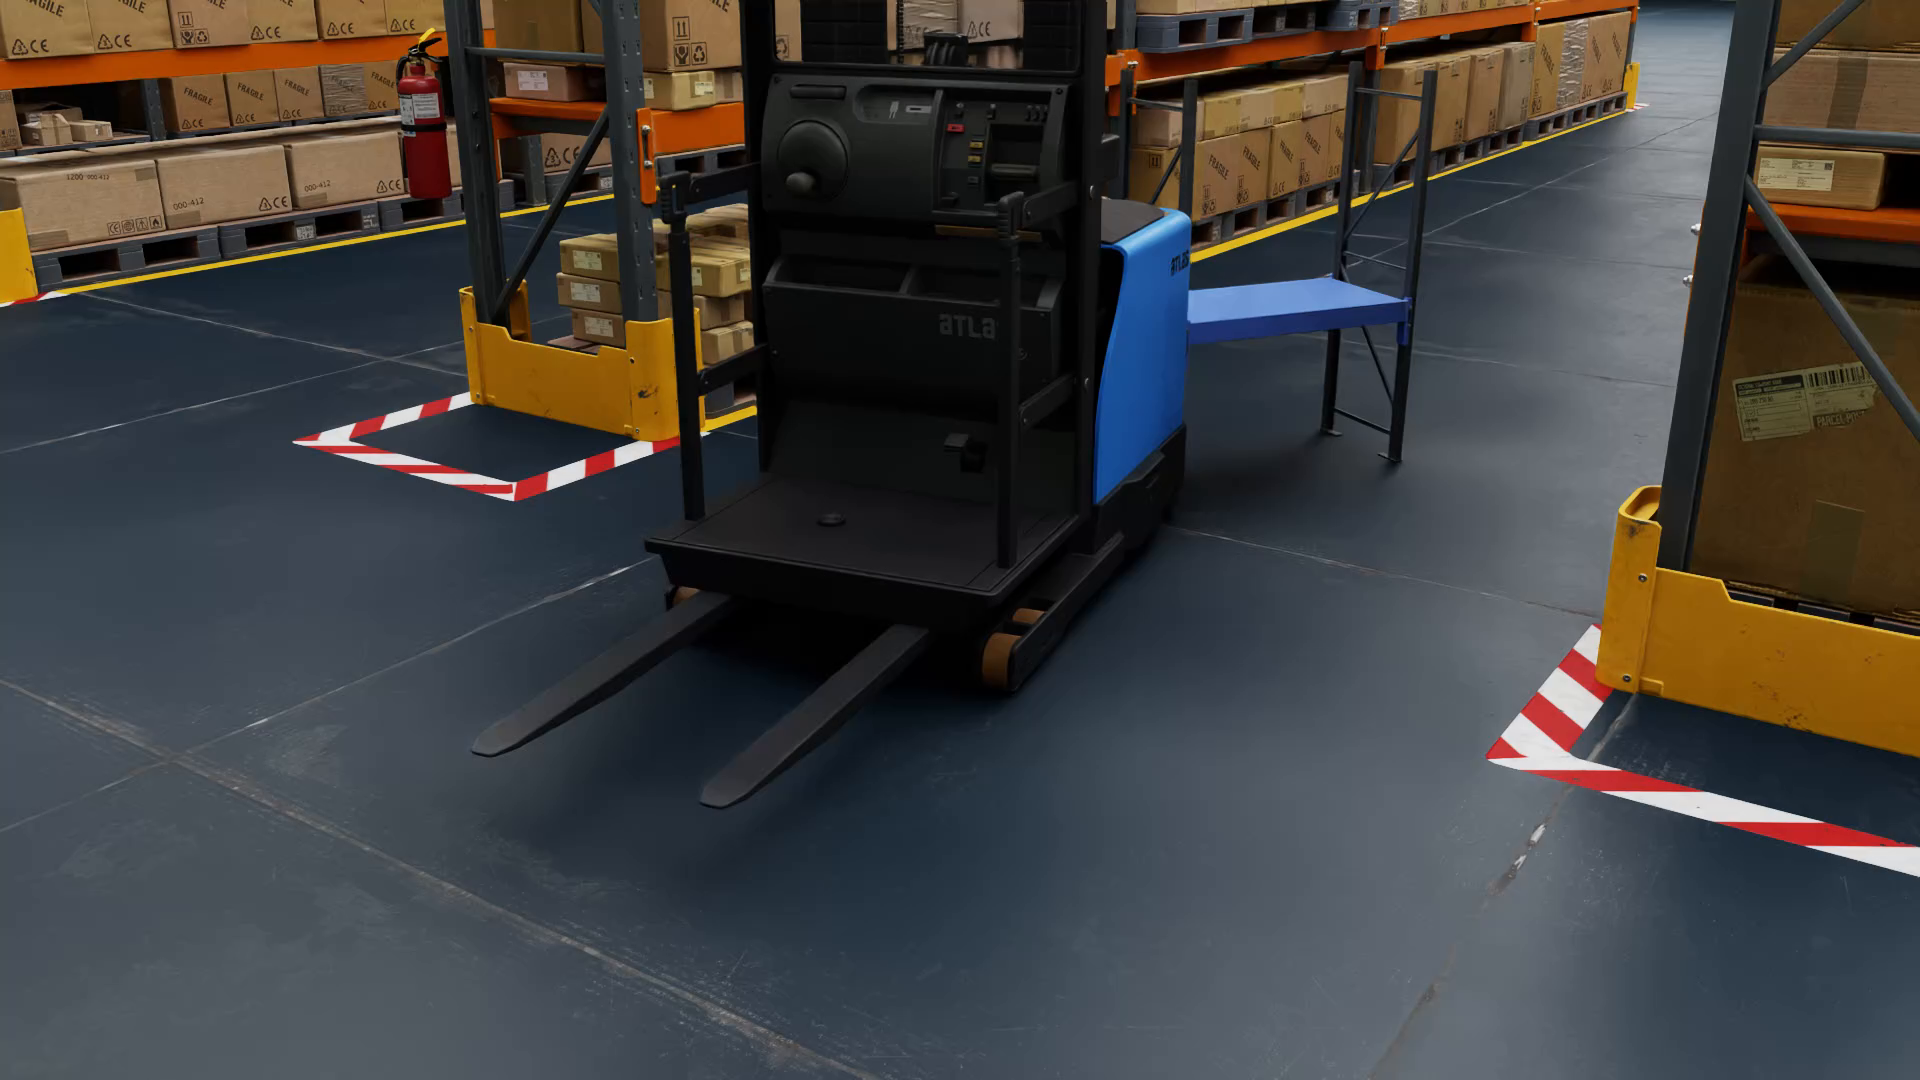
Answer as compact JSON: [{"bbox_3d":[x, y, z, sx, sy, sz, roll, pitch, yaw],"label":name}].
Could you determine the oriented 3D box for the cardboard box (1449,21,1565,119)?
[{"bbox_3d":[5.475,-4.753,16.749,0.875,0.875,0.875,14,24,33],"label":"cardboard box"}]

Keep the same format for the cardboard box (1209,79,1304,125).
[{"bbox_3d":[2.074,-3.078,11.678,0.500,0.250,0.500,14,24,33],"label":"cardboard box"}]

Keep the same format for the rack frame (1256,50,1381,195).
[{"bbox_3d":[2.815,-4.238,12.900,1.000,3.000,0.127,13,24,32],"label":"rack frame"}]

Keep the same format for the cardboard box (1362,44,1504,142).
[{"bbox_3d":[4.244,-4.056,15.045,1.050,0.750,0.750,13,24,32],"label":"cardboard box"}]

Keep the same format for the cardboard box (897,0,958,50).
[{"bbox_3d":[-0.354,-2.648,8.028,0.500,0.500,0.500,13,24,30],"label":"cardboard box"}]

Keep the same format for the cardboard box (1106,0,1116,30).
[{"bbox_3d":[0.529,-3.083,9.204,0.500,0.500,0.500,13,24,32],"label":"cardboard box"}]

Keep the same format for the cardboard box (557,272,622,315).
[{"bbox_3d":[-1.621,-1.150,7.624,0.380,0.149,0.250,13,24,30],"label":"cardboard box"}]

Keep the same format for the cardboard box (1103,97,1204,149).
[{"bbox_3d":[1.201,-2.628,10.461,0.500,0.250,0.500,12,23,29],"label":"cardboard box"}]

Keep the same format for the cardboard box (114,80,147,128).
[{"bbox_3d":[-7.660,-4.217,15.840,0.500,0.500,0.500,13,24,32],"label":"cardboard box"}]

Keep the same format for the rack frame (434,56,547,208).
[{"bbox_3d":[-3.584,-4.027,12.328,1.000,3.000,0.127,13,24,32],"label":"rack frame"}]

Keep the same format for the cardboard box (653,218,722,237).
[{"bbox_3d":[-1.364,-1.443,7.989,0.380,0.149,0.250,13,24,31],"label":"cardboard box"}]

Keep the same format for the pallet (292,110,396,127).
[{"bbox_3d":[-6.580,-4.278,17.027,1.003,0.211,1.213,13,24,32],"label":"pallet"}]

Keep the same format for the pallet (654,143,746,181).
[{"bbox_3d":[-2.527,-3.307,14.401,1.003,0.211,1.213,13,24,32],"label":"pallet"}]

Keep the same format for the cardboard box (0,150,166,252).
[{"bbox_3d":[-5.544,-2.084,10.162,0.875,0.438,0.875,12,24,30],"label":"cardboard box"}]

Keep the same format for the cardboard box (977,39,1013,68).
[{"bbox_3d":[0.052,-2.532,8.649,0.380,0.149,0.250,12,23,30],"label":"cardboard box"}]

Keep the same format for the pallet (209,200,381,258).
[{"bbox_3d":[-4.761,-2.165,11.313,1.003,0.211,1.213,13,24,32],"label":"pallet"}]

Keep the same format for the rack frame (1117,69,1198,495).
[{"bbox_3d":[0.705,-0.951,6.175,0.032,1.500,0.500,-9,22,-22],"label":"rack frame"}]

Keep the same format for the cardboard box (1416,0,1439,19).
[{"bbox_3d":[3.575,-4.508,13.484,0.500,0.500,0.500,13,24,31],"label":"cardboard box"}]

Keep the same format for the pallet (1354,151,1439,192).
[{"bbox_3d":[3.321,-3.142,13.955,1.003,0.211,1.213,13,24,32],"label":"pallet"}]

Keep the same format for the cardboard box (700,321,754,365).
[{"bbox_3d":[-1.122,-0.891,7.354,0.380,0.149,0.250,14,24,33],"label":"cardboard box"}]

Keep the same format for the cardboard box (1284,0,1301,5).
[{"bbox_3d":[2.043,-3.641,11.040,0.380,0.149,0.250,12,23,29],"label":"cardboard box"}]

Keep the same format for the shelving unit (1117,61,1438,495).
[{"bbox_3d":[1.171,-1.022,6.365,1.048,1.500,0.538,-9,22,-22],"label":"shelving unit"}]

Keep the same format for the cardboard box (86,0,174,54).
[{"bbox_3d":[-5.064,-3.159,9.836,0.500,0.500,0.500,13,24,31],"label":"cardboard box"}]

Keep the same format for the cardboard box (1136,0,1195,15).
[{"bbox_3d":[1.169,-3.193,9.831,0.380,0.149,0.250,12,23,29],"label":"cardboard box"}]

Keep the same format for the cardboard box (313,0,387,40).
[{"bbox_3d":[-4.188,-3.595,11.017,0.500,0.500,0.500,13,24,31],"label":"cardboard box"}]

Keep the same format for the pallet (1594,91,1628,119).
[{"bbox_3d":[6.928,-4.981,18.927,1.003,0.211,1.213,13,24,32],"label":"pallet"}]

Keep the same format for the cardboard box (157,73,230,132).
[{"bbox_3d":[-7.233,-4.114,15.560,0.500,0.500,0.500,15,25,34],"label":"cardboard box"}]

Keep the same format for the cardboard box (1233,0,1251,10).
[{"bbox_3d":[1.606,-3.417,10.435,0.380,0.149,0.250,14,24,32],"label":"cardboard box"}]

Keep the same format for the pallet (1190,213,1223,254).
[{"bbox_3d":[1.003,-2.007,10.885,1.003,0.211,1.213,13,24,32],"label":"pallet"}]

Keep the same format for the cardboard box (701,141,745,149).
[{"bbox_3d":[-2.297,-3.938,14.545,0.875,0.875,0.875,14,24,32],"label":"cardboard box"}]

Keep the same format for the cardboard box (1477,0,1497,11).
[{"bbox_3d":[4.424,-4.941,14.655,0.500,0.500,0.500,14,24,32],"label":"cardboard box"}]

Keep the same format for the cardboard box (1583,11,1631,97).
[{"bbox_3d":[6.986,-5.527,18.840,0.875,0.875,0.875,13,24,32],"label":"cardboard box"}]

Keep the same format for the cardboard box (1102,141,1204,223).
[{"bbox_3d":[1.202,-2.276,10.591,0.500,0.500,0.500,14,25,34],"label":"cardboard box"}]

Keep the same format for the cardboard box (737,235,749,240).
[{"bbox_3d":[-0.803,-1.316,7.645,0.380,0.149,0.250,13,24,32],"label":"cardboard box"}]

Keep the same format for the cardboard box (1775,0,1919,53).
[{"bbox_3d":[2.420,-1.559,4.362,0.500,0.500,0.500,14,24,32],"label":"cardboard box"}]

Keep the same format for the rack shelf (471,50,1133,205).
[{"bbox_3d":[-0.557,-2.179,8.370,1.077,0.370,4.000,13,24,32],"label":"rack shelf"}]

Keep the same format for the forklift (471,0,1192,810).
[{"bbox_3d":[-0.223,-1.119,4.565,1.130,2.935,3.031,8,22,22],"label":"forklift"}]

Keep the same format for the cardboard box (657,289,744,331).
[{"bbox_3d":[-1.175,-1.043,7.335,0.380,0.149,0.250,14,25,34],"label":"cardboard box"}]

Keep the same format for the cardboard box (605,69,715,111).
[{"bbox_3d":[-1.228,-1.854,6.816,0.380,0.149,0.250,13,24,31],"label":"cardboard box"}]

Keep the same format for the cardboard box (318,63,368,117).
[{"bbox_3d":[-6.361,-4.558,16.762,0.500,0.500,0.500,12,24,30],"label":"cardboard box"}]

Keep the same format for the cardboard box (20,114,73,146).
[{"bbox_3d":[-7.962,-3.589,14.480,0.396,0.266,0.258,14,25,34],"label":"cardboard box"}]

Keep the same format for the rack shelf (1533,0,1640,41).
[{"bbox_3d":[6.188,-5.623,17.678,1.077,0.370,4.000,13,24,32],"label":"rack shelf"}]

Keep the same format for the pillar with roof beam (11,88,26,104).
[{"bbox_3d":[-5.267,-6.944,11.567,9.100,9.000,0.400,13,24,32],"label":"pillar with roof beam"}]

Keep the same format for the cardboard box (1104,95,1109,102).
[{"bbox_3d":[0.776,-2.730,10.739,0.500,0.250,0.500,13,24,30],"label":"cardboard box"}]

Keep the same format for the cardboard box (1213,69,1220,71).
[{"bbox_3d":[2.641,-5.193,19.081,0.500,0.500,0.500,-6,21,-15],"label":"cardboard box"}]

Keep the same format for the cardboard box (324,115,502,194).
[{"bbox_3d":[-4.025,-2.863,12.270,0.875,0.438,0.875,13,24,31],"label":"cardboard box"}]

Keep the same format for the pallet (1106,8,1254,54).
[{"bbox_3d":[1.117,-3.192,10.346,1.003,0.211,1.213,13,24,32],"label":"pallet"}]

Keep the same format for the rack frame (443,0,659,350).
[{"bbox_3d":[-1.682,-1.943,6.694,1.000,3.000,0.127,13,24,32],"label":"rack frame"}]

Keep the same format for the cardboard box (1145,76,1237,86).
[{"bbox_3d":[1.654,-3.179,11.953,0.500,0.250,0.500,13,24,32],"label":"cardboard box"}]

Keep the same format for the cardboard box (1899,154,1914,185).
[{"bbox_3d":[2.579,-1.142,4.892,0.380,0.149,0.250,13,24,32],"label":"cardboard box"}]

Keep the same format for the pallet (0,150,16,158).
[{"bbox_3d":[-8.763,-3.138,13.944,1.003,0.211,1.213,13,24,32],"label":"pallet"}]

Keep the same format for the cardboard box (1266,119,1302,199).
[{"bbox_3d":[2.083,-2.720,11.793,0.500,0.500,0.500,12,23,29],"label":"cardboard box"}]

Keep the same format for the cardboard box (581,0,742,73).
[{"bbox_3d":[-1.201,-2.204,6.828,0.500,0.500,0.500,15,25,34],"label":"cardboard box"}]
